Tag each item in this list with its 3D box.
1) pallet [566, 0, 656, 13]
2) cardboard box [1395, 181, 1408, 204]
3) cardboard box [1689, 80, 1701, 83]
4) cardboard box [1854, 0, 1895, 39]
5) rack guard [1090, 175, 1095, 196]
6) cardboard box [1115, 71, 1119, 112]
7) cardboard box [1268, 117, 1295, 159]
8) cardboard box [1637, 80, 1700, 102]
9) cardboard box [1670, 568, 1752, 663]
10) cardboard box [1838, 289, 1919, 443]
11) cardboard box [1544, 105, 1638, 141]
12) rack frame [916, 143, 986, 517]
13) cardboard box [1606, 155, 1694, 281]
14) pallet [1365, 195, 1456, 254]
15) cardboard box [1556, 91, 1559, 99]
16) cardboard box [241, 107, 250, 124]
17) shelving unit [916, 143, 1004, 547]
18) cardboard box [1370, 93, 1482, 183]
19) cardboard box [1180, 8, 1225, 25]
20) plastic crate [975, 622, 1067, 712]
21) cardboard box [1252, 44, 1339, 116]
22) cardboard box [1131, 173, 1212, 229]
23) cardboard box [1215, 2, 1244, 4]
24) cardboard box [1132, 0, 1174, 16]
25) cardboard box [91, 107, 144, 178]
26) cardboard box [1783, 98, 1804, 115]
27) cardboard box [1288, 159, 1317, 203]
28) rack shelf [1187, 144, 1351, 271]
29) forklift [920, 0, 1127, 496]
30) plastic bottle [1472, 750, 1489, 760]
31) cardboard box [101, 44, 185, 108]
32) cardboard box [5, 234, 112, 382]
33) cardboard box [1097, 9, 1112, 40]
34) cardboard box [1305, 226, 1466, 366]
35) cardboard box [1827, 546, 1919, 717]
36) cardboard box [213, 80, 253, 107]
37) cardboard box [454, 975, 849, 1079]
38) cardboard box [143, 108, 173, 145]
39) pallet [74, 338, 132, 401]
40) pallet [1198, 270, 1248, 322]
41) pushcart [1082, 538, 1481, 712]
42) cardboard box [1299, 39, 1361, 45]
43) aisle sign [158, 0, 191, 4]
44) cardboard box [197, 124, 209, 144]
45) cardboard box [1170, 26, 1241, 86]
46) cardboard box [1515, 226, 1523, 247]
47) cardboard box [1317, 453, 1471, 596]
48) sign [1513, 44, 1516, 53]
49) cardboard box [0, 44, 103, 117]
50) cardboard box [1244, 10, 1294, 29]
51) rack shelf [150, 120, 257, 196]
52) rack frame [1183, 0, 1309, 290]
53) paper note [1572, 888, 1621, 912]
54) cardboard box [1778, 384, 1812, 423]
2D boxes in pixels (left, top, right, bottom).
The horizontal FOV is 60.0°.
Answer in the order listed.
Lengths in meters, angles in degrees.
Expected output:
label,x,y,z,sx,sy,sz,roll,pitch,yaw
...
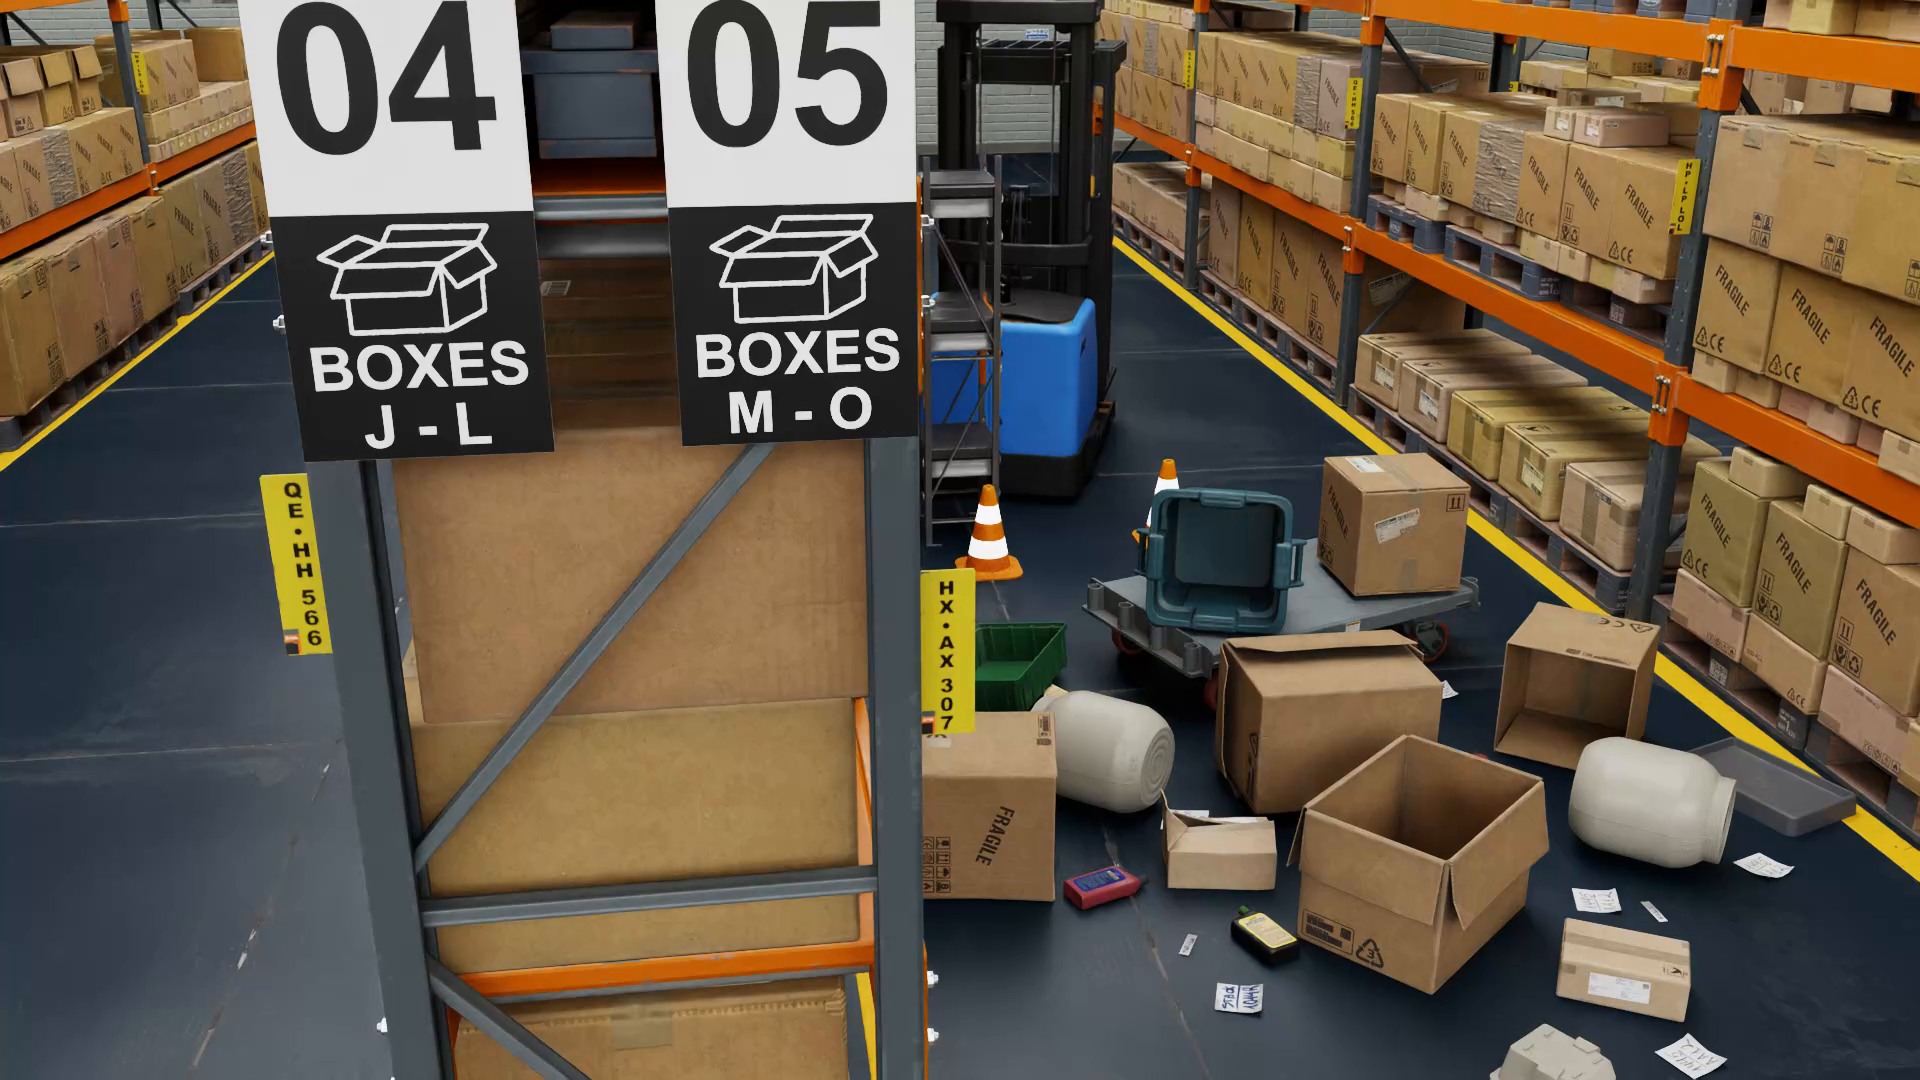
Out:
label,x,y,z,sx,sy,sz,roll,pitch,yaw
pallet,-0.869,-1.369,4.434,1.003,0.211,1.213,-3,21,-8
cardboard box,3.028,-2.238,10.679,0.380,0.149,0.250,-4,21,-11
cardboard box,7.609,-4.444,16.617,0.500,0.250,0.500,-3,21,-8
cardboard box,3.664,-1.989,6.326,0.380,0.149,0.250,-3,21,-8
rack guard,2.001,-3.987,19.178,1.175,0.500,0.348,-3,21,-8
cardboard box,1.890,-4.842,17.752,0.500,0.500,0.500,-3,21,-9
cardboard box,2.665,-3.053,12.602,0.500,0.250,0.500,-3,21,-9
cardboard box,7.091,-4.423,16.559,0.500,0.250,0.500,-3,21,-8
cardboard box,3.553,0.314,7.418,0.500,0.250,0.500,-4,21,-10
cardboard box,3.677,-0.668,6.149,0.500,0.500,0.500,-3,21,-8
cardboard box,3.270,-2.162,8.623,0.380,0.149,0.250,-4,21,-10
rack frame,-0.059,-1.125,9.228,0.400,2.100,0.015,-3,21,-8
cardboard box,3.441,-1.527,7.848,0.500,0.500,0.500,-3,21,-9
pallet,3.366,-2.049,10.689,1.213,0.211,1.003,-3,21,-8
cardboard box,6.823,-4.891,18.383,0.380,0.149,0.250,-2,21,-6
cardboard box,-7.350,-4.249,16.663,0.380,0.149,0.250,-3,21,-8
shelving unit,-0.024,-1.041,9.002,0.431,2.100,0.503,-3,21,-8
cardboard box,2.994,-2.596,10.710,0.500,0.500,0.500,-4,21,-9
cardboard box,2.265,-4.858,15.438,0.380,0.149,0.250,-3,21,-8
plastic crate,0.172,0.574,7.329,0.450,0.188,0.662,-2,18,24
cardboard box,2.612,-3.586,12.959,0.500,0.500,0.500,-3,21,-9
cardboard box,2.339,-3.607,17.647,0.875,0.438,0.875,-2,21,-6
cardboard box,2.592,-5.235,16.446,0.380,0.149,0.250,-3,21,-8
cardboard box,1.955,-5.382,16.841,0.380,0.149,0.250,-3,21,-7
cardboard box,-6.887,-3.164,13.257,0.500,0.500,0.500,-3,21,-8
cardboard box,7.313,-3.650,14.294,0.396,0.266,0.258,-2,21,-5
cardboard box,2.739,-2.648,12.233,0.500,0.250,0.500,-3,21,-7
rack shelf,2.870,-2.736,13.282,1.077,0.370,4.000,-3,21,-8
forklift,0.451,-2.107,10.669,1.130,2.935,3.031,4,21,10
plastic bottle,2.065,0.923,6.658,0.133,0.061,0.283,1,20,2
cardboard box,-7.104,-4.035,14.451,0.500,0.500,0.500,-3,21,-8
cardboard box,-6.848,-1.631,11.732,1.225,0.875,0.875,-3,21,-8
cardboard box,1.792,-5.485,18.042,0.500,0.500,0.500,-3,21,-9
cardboard box,3.141,-1.825,12.252,0.875,0.875,0.875,-3,21,-8
cardboard box,3.714,0.327,6.311,0.500,0.500,0.500,-2,21,-5
cardboard box,-7.469,-4.565,16.940,0.500,0.250,0.500,-3,21,-9
cardboard box,-0.736,1.241,4.042,0.875,0.875,0.875,-3,21,-7
cardboard box,-7.034,-3.510,14.117,0.500,0.250,0.500,-3,21,-9
pallet,-6.860,-1.272,12.321,1.003,0.211,1.213,-3,21,-8
pallet,2.767,-2.195,14.793,1.003,0.211,1.213,-3,21,-8
pushcart,1.486,0.365,7.698,1.648,0.377,0.936,-11,23,-26
cardboard box,3.030,-3.783,13.486,0.500,0.500,0.500,-2,21,-6
aisle sign,-8.109,-5.878,16.951,0.394,0.787,0.004,-3,21,-8
cardboard box,-7.126,-3.716,15.236,0.380,0.149,0.250,-3,21,-7
cardboard box,2.240,-4.430,15.218,0.500,0.500,0.500,-3,21,-8
cardboard box,3.318,-1.689,9.210,0.380,0.149,0.250,-4,21,-10
cardboard box,1.978,-0.079,7.631,0.500,0.500,0.500,-3,21,-8
sign,6.379,-5.780,19.167,0.100,0.325,0.005,-3,21,-8
cardboard box,-7.125,-3.561,12.888,0.797,0.503,0.637,-3,21,-9
cardboard box,2.793,-4.707,15.032,0.380,0.149,0.250,-3,21,-9
rack shelf,-7.513,-3.621,15.652,1.077,0.370,4.000,-3,21,-8
rack frame,2.582,-3.765,15.010,1.000,3.000,0.127,-3,21,-8
paper note,2.231,1.257,5.822,0.148,0.019,0.142,4,21,11
cardboard box,3.619,-0.577,6.833,0.380,0.149,0.250,-3,21,-8
